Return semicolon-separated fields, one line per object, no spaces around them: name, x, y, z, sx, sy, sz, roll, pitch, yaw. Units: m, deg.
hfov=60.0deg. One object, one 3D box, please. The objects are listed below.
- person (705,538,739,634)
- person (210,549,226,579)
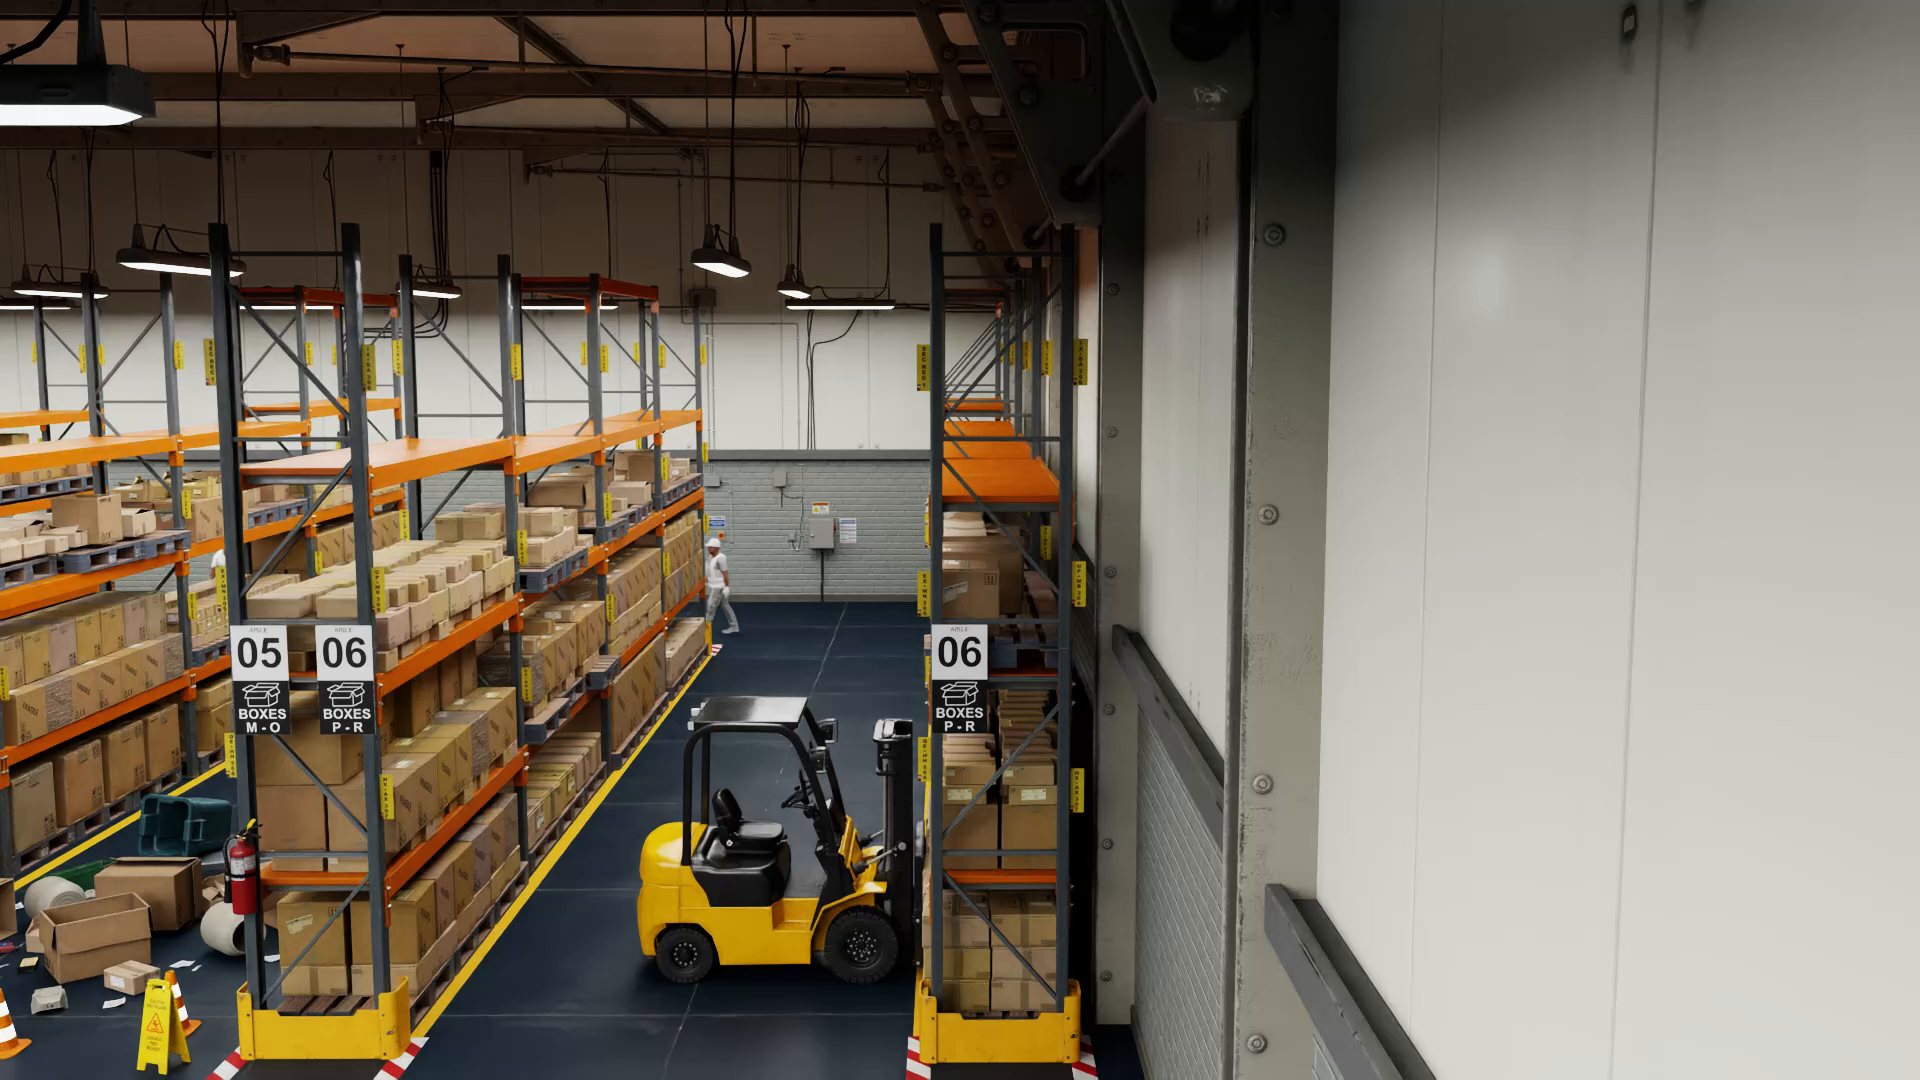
person;-4.396;0.837;29.627;0.923;1.751;0.603;-3;7;-23
person;-13.345;0.764;30.304;0.564;1.704;1.077;0;7;2
